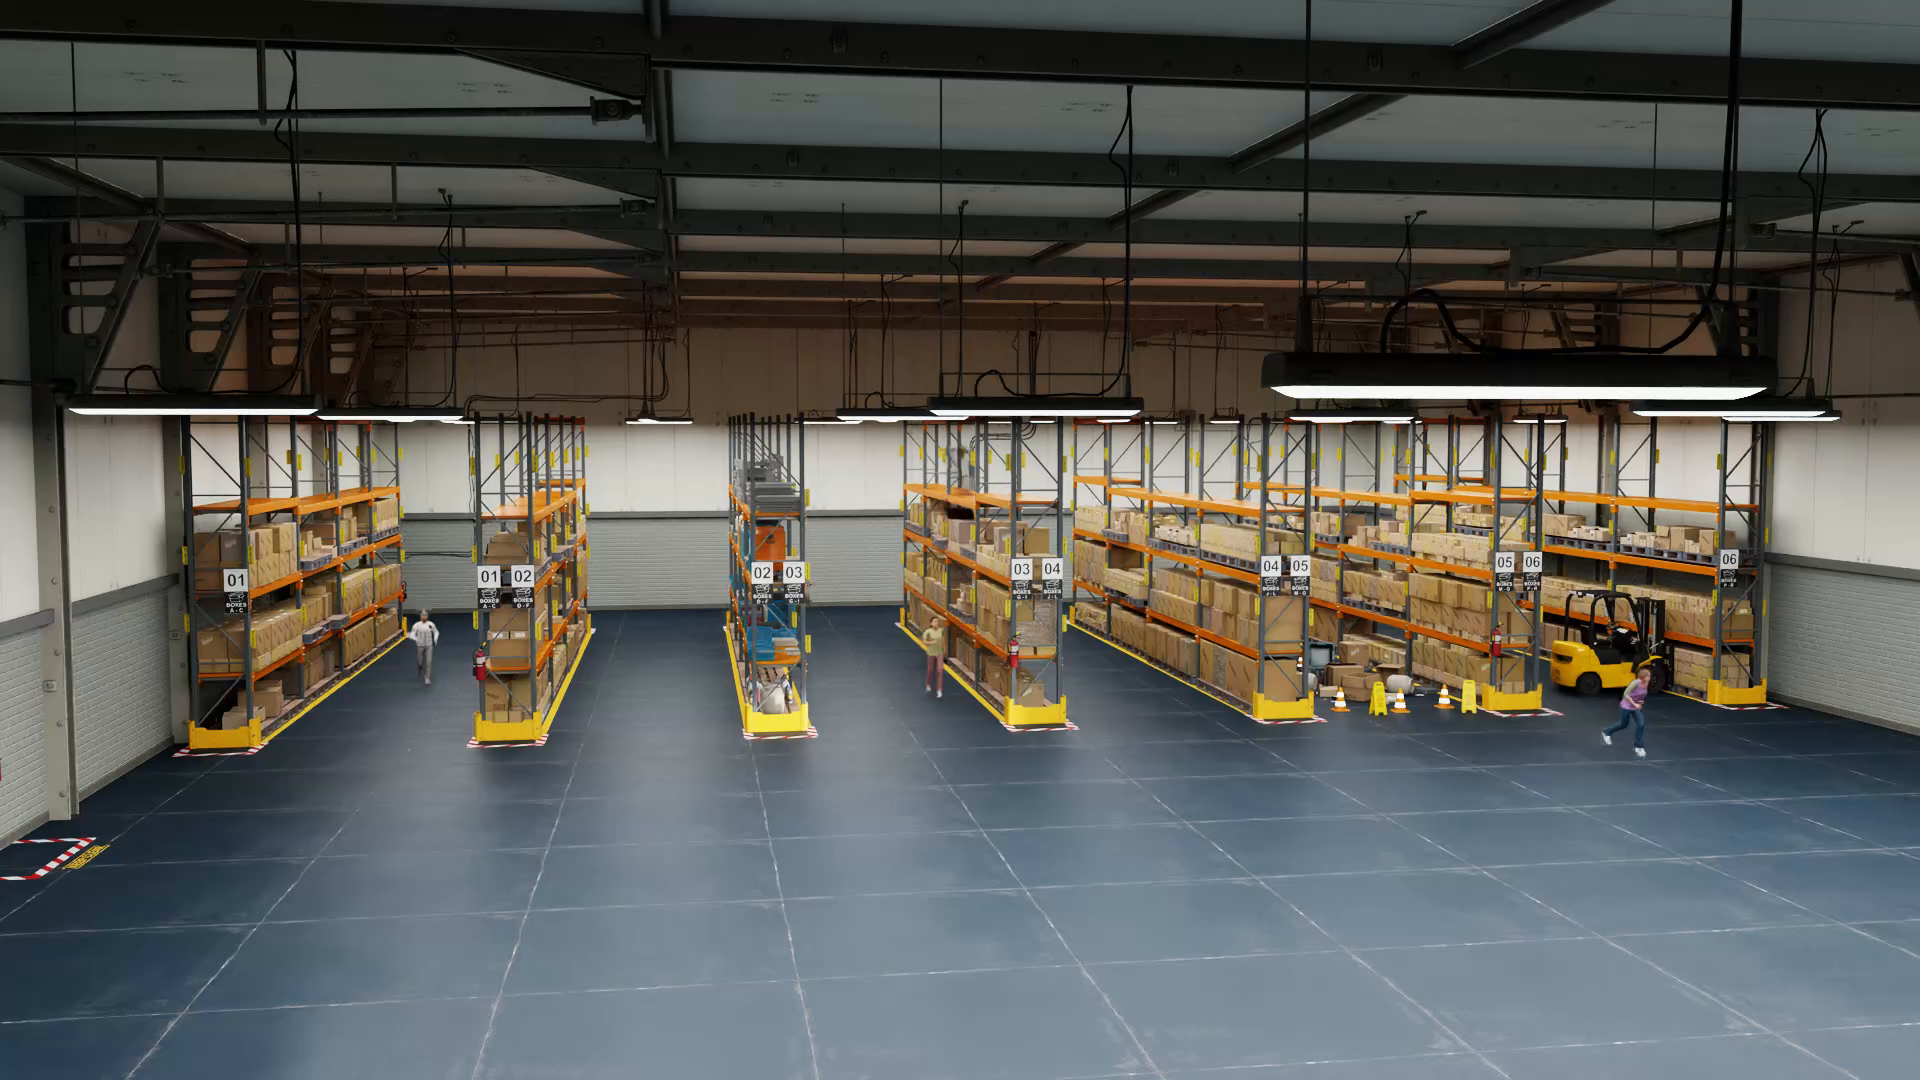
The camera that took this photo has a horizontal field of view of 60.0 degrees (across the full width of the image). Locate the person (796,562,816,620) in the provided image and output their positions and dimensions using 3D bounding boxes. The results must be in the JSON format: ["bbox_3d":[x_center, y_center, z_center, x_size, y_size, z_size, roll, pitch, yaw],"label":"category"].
[{"bbox_3d":[-4.634,1.512,49.198,0.735,1.716,0.674,0,4,5],"label":"person"}]

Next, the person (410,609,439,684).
[{"bbox_3d":[-11.956,2.364,37.182,0.625,1.654,0.724,-2,4,-22],"label":"person"}]

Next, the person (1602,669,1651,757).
[{"bbox_3d":[11.730,2.991,29.262,0.572,1.547,0.916,-3,5,-36],"label":"person"}]

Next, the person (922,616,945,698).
[{"bbox_3d":[-0.555,2.453,35.397,0.562,1.679,0.948,-1,4,-16],"label":"person"}]
